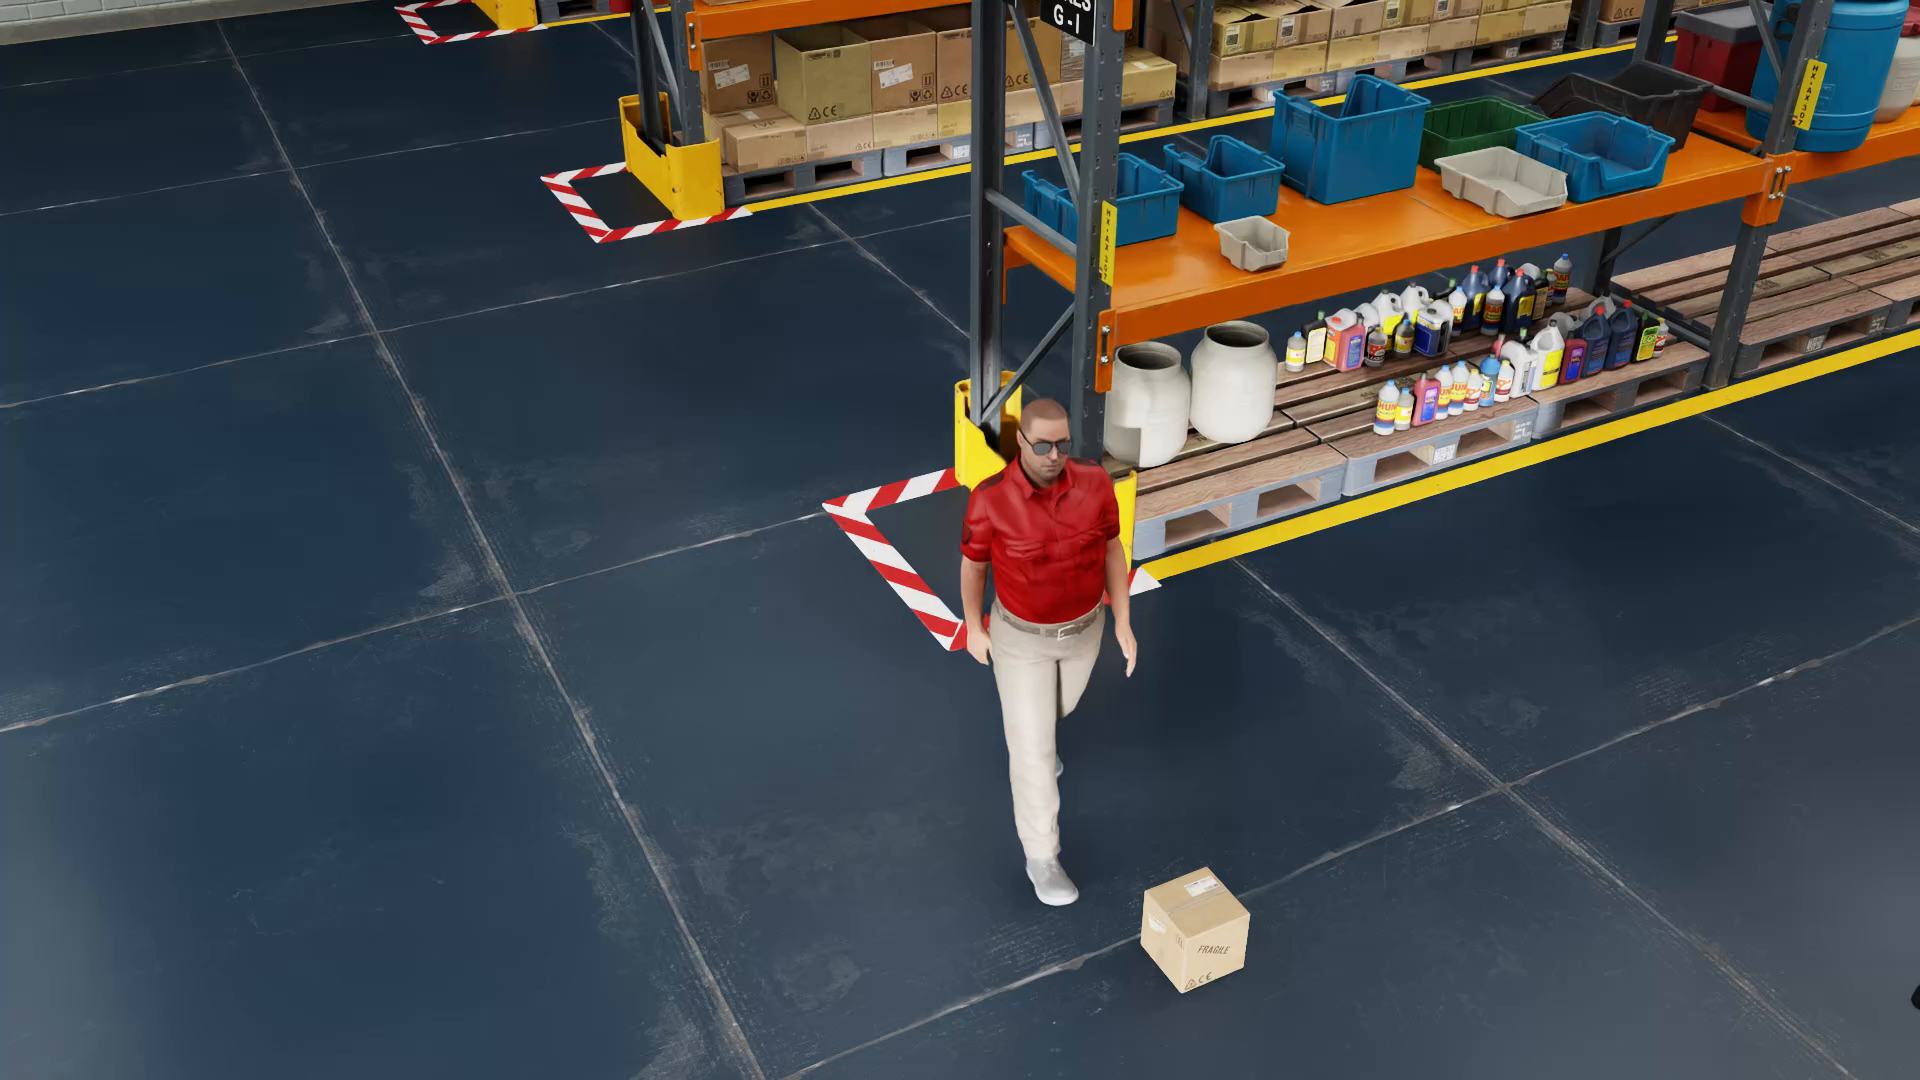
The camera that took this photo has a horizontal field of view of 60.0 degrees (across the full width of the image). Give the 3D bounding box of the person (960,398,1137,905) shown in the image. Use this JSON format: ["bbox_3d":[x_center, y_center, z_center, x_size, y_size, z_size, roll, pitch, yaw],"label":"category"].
[{"bbox_3d":[0.335,0.333,5.648,0.544,1.683,0.956,-14,35,-21],"label":"person"}]
